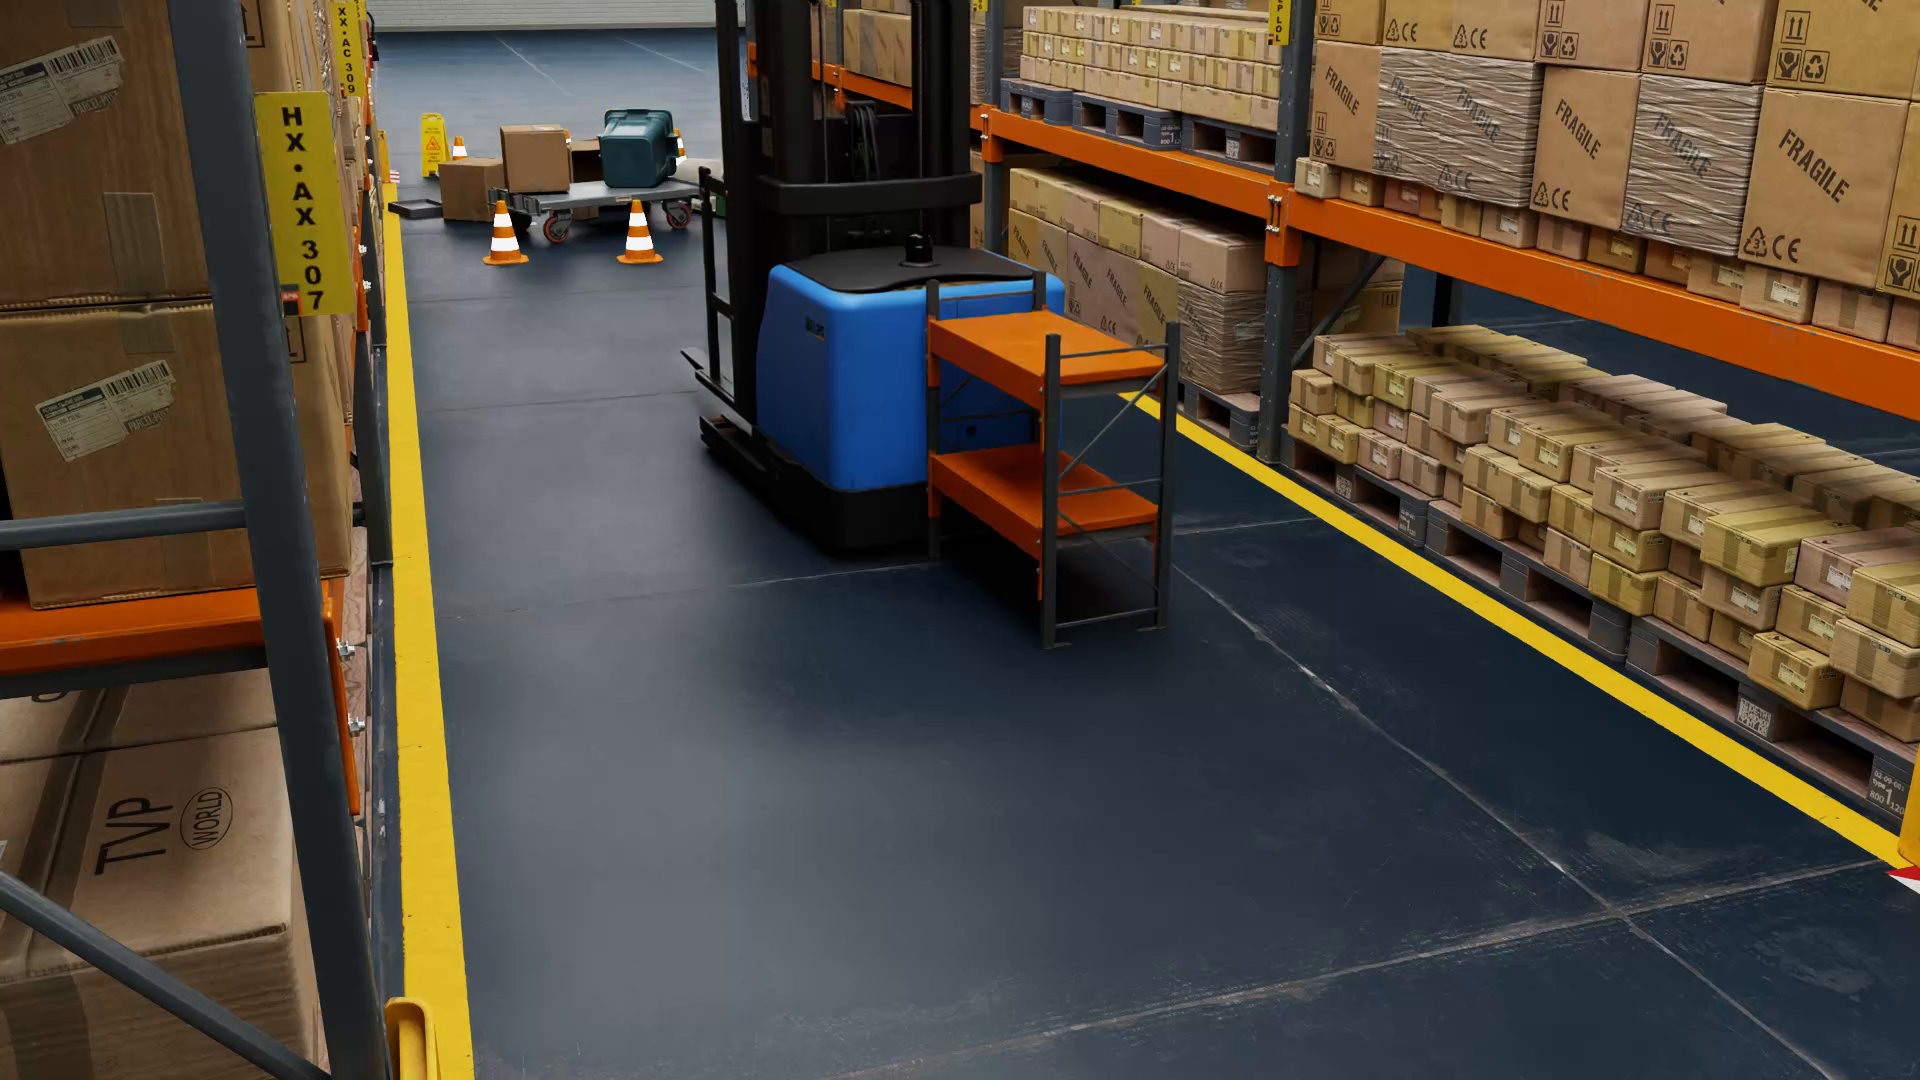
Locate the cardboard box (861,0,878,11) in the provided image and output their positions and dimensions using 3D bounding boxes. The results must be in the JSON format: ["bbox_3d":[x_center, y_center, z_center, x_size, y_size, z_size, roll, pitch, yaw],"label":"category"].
[{"bbox_3d":[-0.437,-4.759,14.102,0.700,0.500,0.500,-7,21,-18],"label":"cardboard box"}]

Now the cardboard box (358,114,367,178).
[{"bbox_3d":[-3.098,-1.867,7.898,0.500,0.250,0.500,-7,21,-18],"label":"cardboard box"}]

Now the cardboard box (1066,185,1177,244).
[{"bbox_3d":[0.948,-1.921,9.794,0.500,0.250,0.500,-6,21,-17],"label":"cardboard box"}]

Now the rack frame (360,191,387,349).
[{"bbox_3d":[-4.009,-2.558,9.602,1.000,3.000,0.127,-6,21,-17],"label":"rack frame"}]

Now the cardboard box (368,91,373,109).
[{"bbox_3d":[-5.341,-3.833,14.528,0.380,0.149,0.250,-6,20,-15],"label":"cardboard box"}]

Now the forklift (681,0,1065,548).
[{"bbox_3d":[-0.620,-1.805,7.607,1.130,2.935,3.031,-9,21,-22],"label":"forklift"}]

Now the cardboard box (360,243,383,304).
[{"bbox_3d":[-4.177,-1.702,10.483,0.950,0.372,0.625,-8,21,-21],"label":"cardboard box"}]

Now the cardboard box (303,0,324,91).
[{"bbox_3d":[-1.871,-1.182,4.144,0.500,0.500,0.500,-6,21,-17],"label":"cardboard box"}]

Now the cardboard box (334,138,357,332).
[{"bbox_3d":[-2.024,-0.876,4.769,0.500,0.500,0.500,-7,21,-18],"label":"cardboard box"}]

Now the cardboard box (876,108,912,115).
[{"bbox_3d":[-0.318,-3.349,14.511,1.050,0.750,0.750,-6,21,-17],"label":"cardboard box"}]

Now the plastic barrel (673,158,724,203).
[{"bbox_3d":[-2.411,-3.389,15.725,0.512,0.421,0.421,8,21,20],"label":"plastic barrel"}]

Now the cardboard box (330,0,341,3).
[{"bbox_3d":[-2.617,-1.964,6.320,0.500,0.500,0.500,-6,21,-17],"label":"cardboard box"}]

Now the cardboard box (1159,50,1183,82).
[{"bbox_3d":[1.274,-2.494,8.734,0.380,0.149,0.250,-8,21,-20],"label":"cardboard box"}]

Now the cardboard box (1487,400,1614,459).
[{"bbox_3d":[2.254,-0.415,6.352,0.380,0.149,0.250,-7,21,-19],"label":"cardboard box"}]

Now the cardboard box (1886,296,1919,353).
[{"bbox_3d":[2.760,-0.590,4.492,0.380,0.149,0.250,-6,21,-17],"label":"cardboard box"}]

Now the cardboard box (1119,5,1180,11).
[{"bbox_3d":[1.248,-3.367,10.725,0.380,0.149,0.250,-7,21,-19],"label":"cardboard box"}]

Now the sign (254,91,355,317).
[{"bbox_3d":[-0.966,-0.493,2.453,0.100,0.325,0.005,-6,21,-17],"label":"sign"}]

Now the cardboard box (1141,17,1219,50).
[{"bbox_3d":[1.195,-2.719,8.919,0.380,0.149,0.250,-7,21,-20],"label":"cardboard box"}]

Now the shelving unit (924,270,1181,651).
[{"bbox_3d":[0.310,-0.335,6.186,0.538,1.125,1.048,-9,21,-22],"label":"shelving unit"}]

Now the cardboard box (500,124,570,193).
[{"bbox_3d":[-3.586,-3.221,14.023,0.500,0.500,0.500,-6,21,-17],"label":"cardboard box"}]

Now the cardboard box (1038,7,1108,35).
[{"bbox_3d":[0.707,-3.221,10.318,0.380,0.149,0.250,-7,21,-19],"label":"cardboard box"}]

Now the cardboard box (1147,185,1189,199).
[{"bbox_3d":[1.436,-1.973,9.941,0.500,0.250,0.500,-6,21,-16],"label":"cardboard box"}]

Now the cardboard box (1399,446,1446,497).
[{"bbox_3d":[2.064,-0.302,6.917,0.380,0.149,0.250,-7,21,-18],"label":"cardboard box"}]

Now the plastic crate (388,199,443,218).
[{"bbox_3d":[-4.981,-3.059,15.314,0.402,0.080,0.583,-15,25,-36],"label":"plastic crate"}]

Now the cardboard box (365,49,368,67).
[{"bbox_3d":[-5.454,-4.270,14.740,0.380,0.149,0.250,-6,21,-17],"label":"cardboard box"}]

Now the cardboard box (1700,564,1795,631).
[{"bbox_3d":[2.571,0.149,5.220,0.380,0.149,0.250,-7,21,-19],"label":"cardboard box"}]

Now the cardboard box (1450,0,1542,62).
[{"bbox_3d":[2.133,-1.990,5.953,0.500,0.500,0.500,-6,21,-16],"label":"cardboard box"}]

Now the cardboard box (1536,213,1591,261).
[{"bbox_3d":[2.283,-1.091,5.887,0.380,0.149,0.250,-6,21,-15],"label":"cardboard box"}]

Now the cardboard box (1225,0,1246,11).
[{"bbox_3d":[3.419,-5.873,18.243,0.875,0.500,0.500,-6,21,-17],"label":"cardboard box"}]

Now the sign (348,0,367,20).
[{"bbox_3d":[-3.483,-3.163,9.573,0.100,0.325,0.005,-6,21,-17],"label":"sign"}]

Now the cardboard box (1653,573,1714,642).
[{"bbox_3d":[2.541,0.204,5.506,0.380,0.149,0.250,-6,21,-17],"label":"cardboard box"}]

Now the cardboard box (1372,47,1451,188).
[{"bbox_3d":[1.995,-1.676,6.558,0.500,0.500,0.500,-6,21,-17],"label":"cardboard box"}]

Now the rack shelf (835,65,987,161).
[{"bbox_3d":[0.030,-3.420,13.065,1.077,0.370,4.000,-6,21,-17],"label":"rack shelf"}]

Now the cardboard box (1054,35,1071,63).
[{"bbox_3d":[0.794,-2.987,10.107,0.380,0.149,0.250,-7,21,-19],"label":"cardboard box"}]

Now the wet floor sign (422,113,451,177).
[{"bbox_3d":[-5.567,-4.192,17.633,0.267,0.644,0.232,1,20,2],"label":"wet floor sign"}]

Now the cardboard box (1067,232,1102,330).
[{"bbox_3d":[0.966,-1.559,9.895,0.500,0.500,0.500,-7,21,-19],"label":"cardboard box"}]

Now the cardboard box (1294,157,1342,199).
[{"bbox_3d":[1.694,-1.589,7.275,0.380,0.149,0.250,-6,21,-15],"label":"cardboard box"}]

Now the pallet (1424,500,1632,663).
[{"bbox_3d":[2.548,0.083,6.372,1.003,0.211,1.213,-6,21,-17],"label":"pallet"}]

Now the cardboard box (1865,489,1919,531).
[{"bbox_3d":[3.173,-0.060,5.361,0.380,0.149,0.250,-6,21,-17],"label":"cardboard box"}]

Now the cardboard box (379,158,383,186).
[{"bbox_3d":[-5.689,-3.464,15.569,0.500,0.250,0.500,-7,21,-19],"label":"cardboard box"}]

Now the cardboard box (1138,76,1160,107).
[{"bbox_3d":[1.191,-2.437,9.013,0.380,0.149,0.250,-5,20,-15],"label":"cardboard box"}]

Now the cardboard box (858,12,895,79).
[{"bbox_3d":[-0.529,-4.088,13.713,0.500,0.500,0.500,-6,21,-17],"label":"cardboard box"}]

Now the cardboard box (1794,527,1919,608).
[{"bbox_3d":[2.742,0.085,4.959,0.380,0.149,0.250,-6,21,-16],"label":"cardboard box"}]

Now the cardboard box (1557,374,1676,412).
[{"bbox_3d":[2.658,-0.557,6.745,0.380,0.149,0.250,-7,21,-20],"label":"cardboard box"}]

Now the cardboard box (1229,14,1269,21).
[{"bbox_3d":[1.733,-2.869,9.336,0.380,0.149,0.250,-6,21,-16],"label":"cardboard box"}]

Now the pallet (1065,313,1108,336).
[{"bbox_3d":[1.283,-1.163,9.841,1.003,0.211,1.213,-6,21,-17],"label":"pallet"}]

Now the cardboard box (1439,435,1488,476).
[{"bbox_3d":[2.148,-0.355,6.623,0.380,0.149,0.250,-5,20,-15],"label":"cardboard box"}]

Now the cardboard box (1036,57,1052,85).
[{"bbox_3d":[0.692,-2.945,10.428,0.380,0.149,0.250,-5,20,-15],"label":"cardboard box"}]

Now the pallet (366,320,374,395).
[{"bbox_3d":[-3.832,-0.985,9.346,1.003,0.211,1.213,-6,21,-17],"label":"pallet"}]

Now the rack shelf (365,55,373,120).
[{"bbox_3d":[-5.895,-4.145,15.084,1.077,0.370,4.000,-6,21,-17],"label":"rack shelf"}]
